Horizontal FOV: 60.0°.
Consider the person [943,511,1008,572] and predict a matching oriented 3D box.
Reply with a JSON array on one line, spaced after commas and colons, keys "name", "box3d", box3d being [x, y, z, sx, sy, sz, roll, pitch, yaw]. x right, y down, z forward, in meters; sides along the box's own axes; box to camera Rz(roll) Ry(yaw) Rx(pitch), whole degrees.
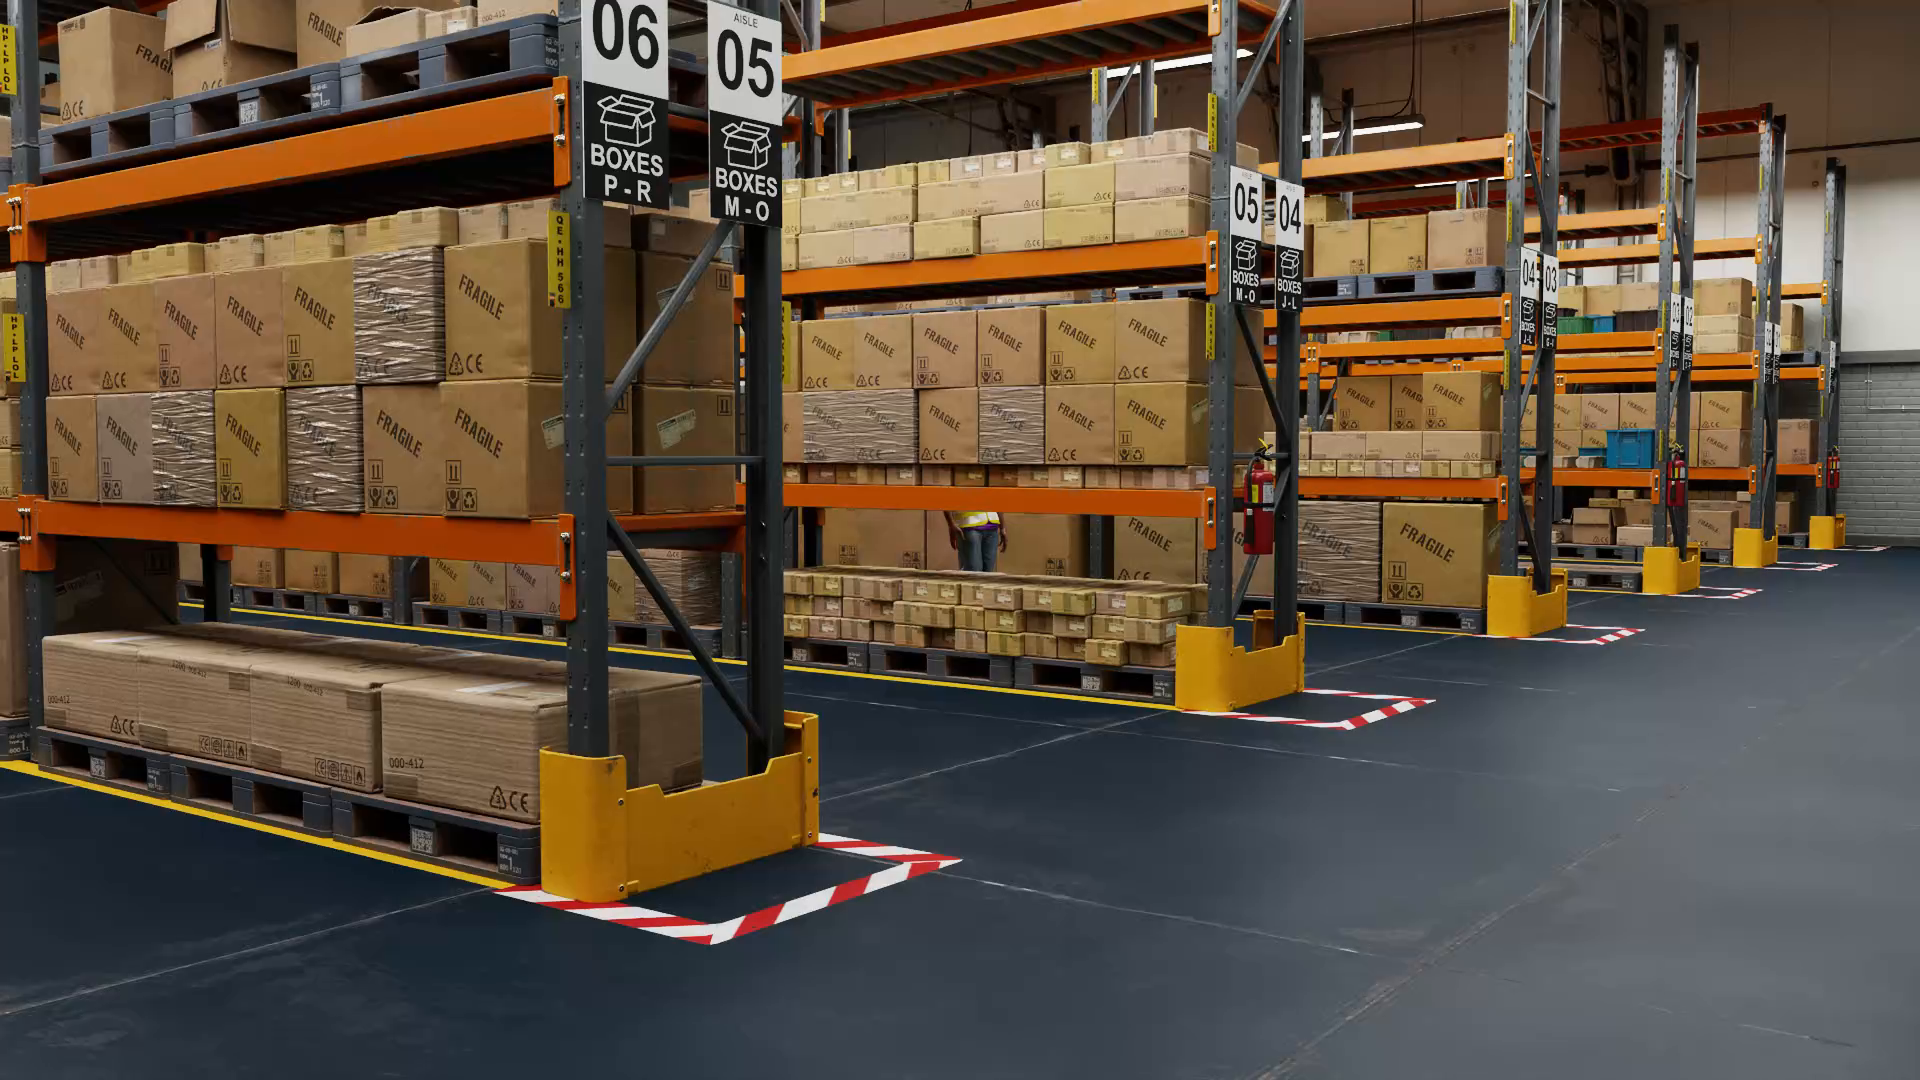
[{"name": "person", "box3d": [0.179, -0.072, 13.326, 0.577, 1.765, 0.665, 3, 4, 43]}]
